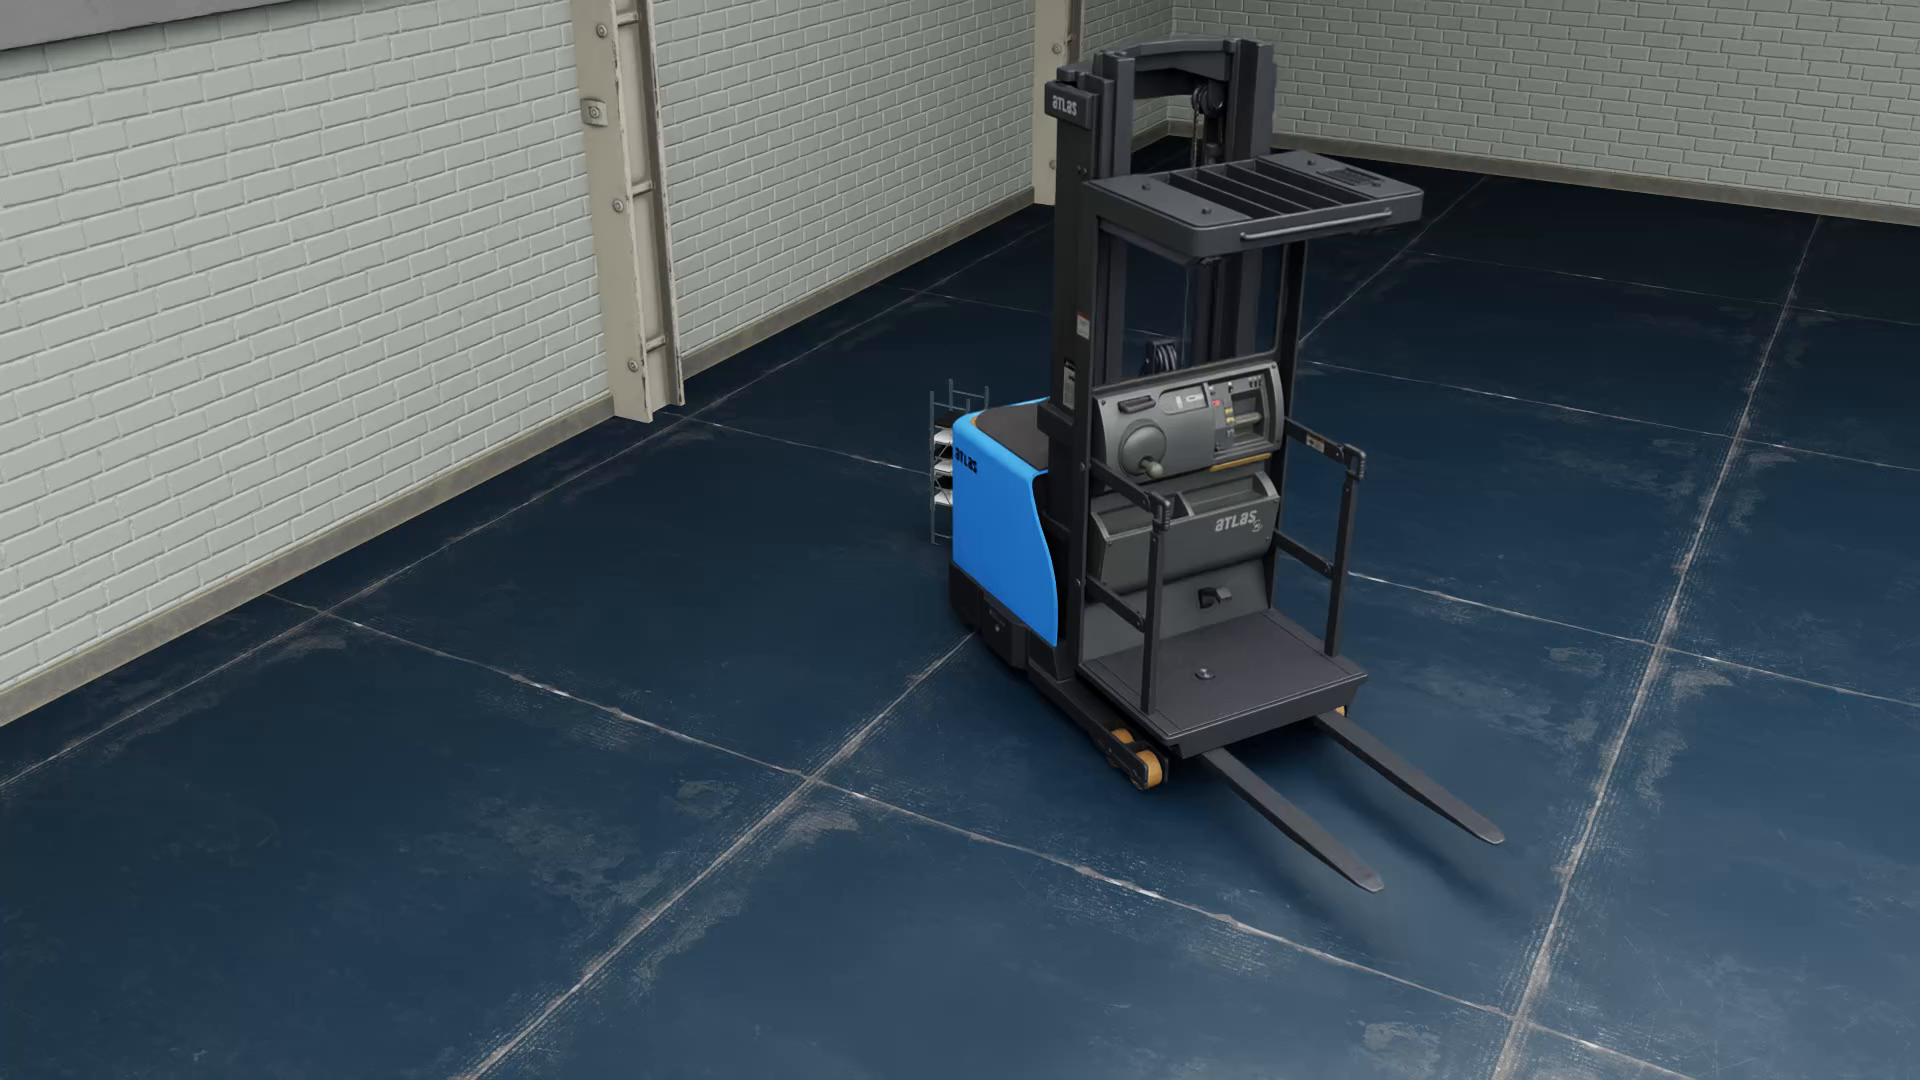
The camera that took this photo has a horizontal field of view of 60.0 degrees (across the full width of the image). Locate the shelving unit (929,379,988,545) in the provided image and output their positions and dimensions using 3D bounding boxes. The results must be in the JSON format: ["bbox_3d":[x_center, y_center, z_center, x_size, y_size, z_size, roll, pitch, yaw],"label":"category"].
[{"bbox_3d":[-0.004,-0.399,9.042,0.258,0.900,0.210,14,30,26],"label":"shelving unit"}]

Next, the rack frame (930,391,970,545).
[{"bbox_3d":[-0.054,-0.360,8.963,0.240,0.900,0.006,14,30,26],"label":"rack frame"}]

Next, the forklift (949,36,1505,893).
[{"bbox_3d":[1.094,-0.475,6.924,1.130,2.935,3.031,-14,30,-25],"label":"forklift"}]

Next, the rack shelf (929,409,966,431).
[{"bbox_3d":[-0.004,-0.611,8.936,0.258,0.077,0.200,14,30,26],"label":"rack shelf"}]

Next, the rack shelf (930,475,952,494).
[{"bbox_3d":[-0.004,-0.289,9.097,0.258,0.077,0.200,14,30,26],"label":"rack shelf"}]

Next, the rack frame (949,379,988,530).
[{"bbox_3d":[0.046,-0.439,9.121,0.240,0.900,0.006,14,30,26],"label":"rack frame"}]

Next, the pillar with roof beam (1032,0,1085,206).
[{"bbox_3d":[4.642,-6.282,11.746,9.100,9.000,0.400,14,30,26],"label":"pillar with roof beam"}]

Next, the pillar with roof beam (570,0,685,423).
[{"bbox_3d":[1.691,-3.943,7.075,9.100,9.000,0.400,14,30,26],"label":"pillar with roof beam"}]

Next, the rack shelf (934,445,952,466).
[{"bbox_3d":[-0.004,-0.450,9.017,0.258,0.077,0.200,14,30,26],"label":"rack shelf"}]

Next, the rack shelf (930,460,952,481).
[{"bbox_3d":[-0.004,-0.369,9.057,0.258,0.077,0.200,14,30,26],"label":"rack shelf"}]

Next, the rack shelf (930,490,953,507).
[{"bbox_3d":[-0.004,-0.208,9.138,0.258,0.077,0.200,14,30,26],"label":"rack shelf"}]

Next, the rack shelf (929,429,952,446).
[{"bbox_3d":[-0.004,-0.530,8.977,0.258,0.077,0.200,14,30,26],"label":"rack shelf"}]
